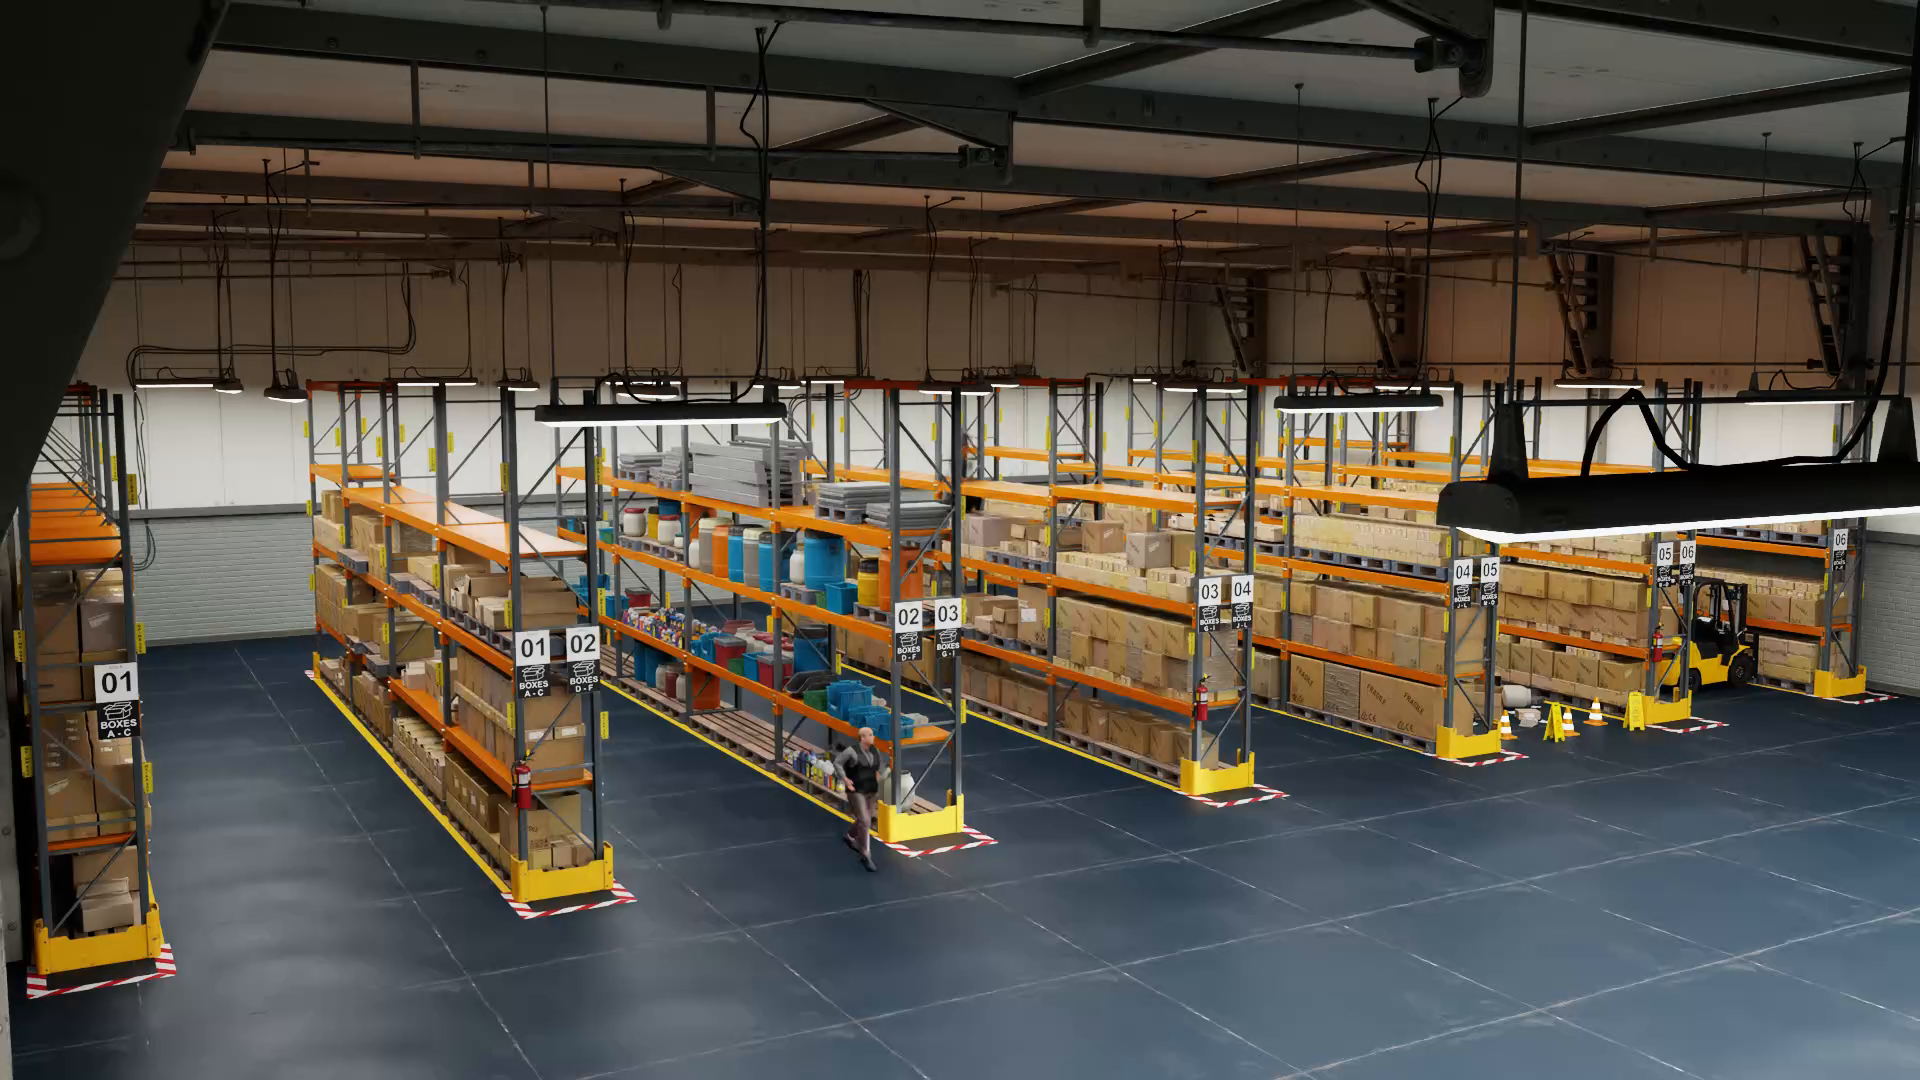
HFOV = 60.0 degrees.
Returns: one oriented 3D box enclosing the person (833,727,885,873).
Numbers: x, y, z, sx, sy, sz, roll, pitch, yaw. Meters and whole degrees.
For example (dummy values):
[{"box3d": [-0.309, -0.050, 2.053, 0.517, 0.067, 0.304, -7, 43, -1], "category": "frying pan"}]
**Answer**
[{"box3d": [-1.207, 3.233, 21.141, 0.661, 1.726, 0.957, -6, 8, -44], "category": "person"}]
